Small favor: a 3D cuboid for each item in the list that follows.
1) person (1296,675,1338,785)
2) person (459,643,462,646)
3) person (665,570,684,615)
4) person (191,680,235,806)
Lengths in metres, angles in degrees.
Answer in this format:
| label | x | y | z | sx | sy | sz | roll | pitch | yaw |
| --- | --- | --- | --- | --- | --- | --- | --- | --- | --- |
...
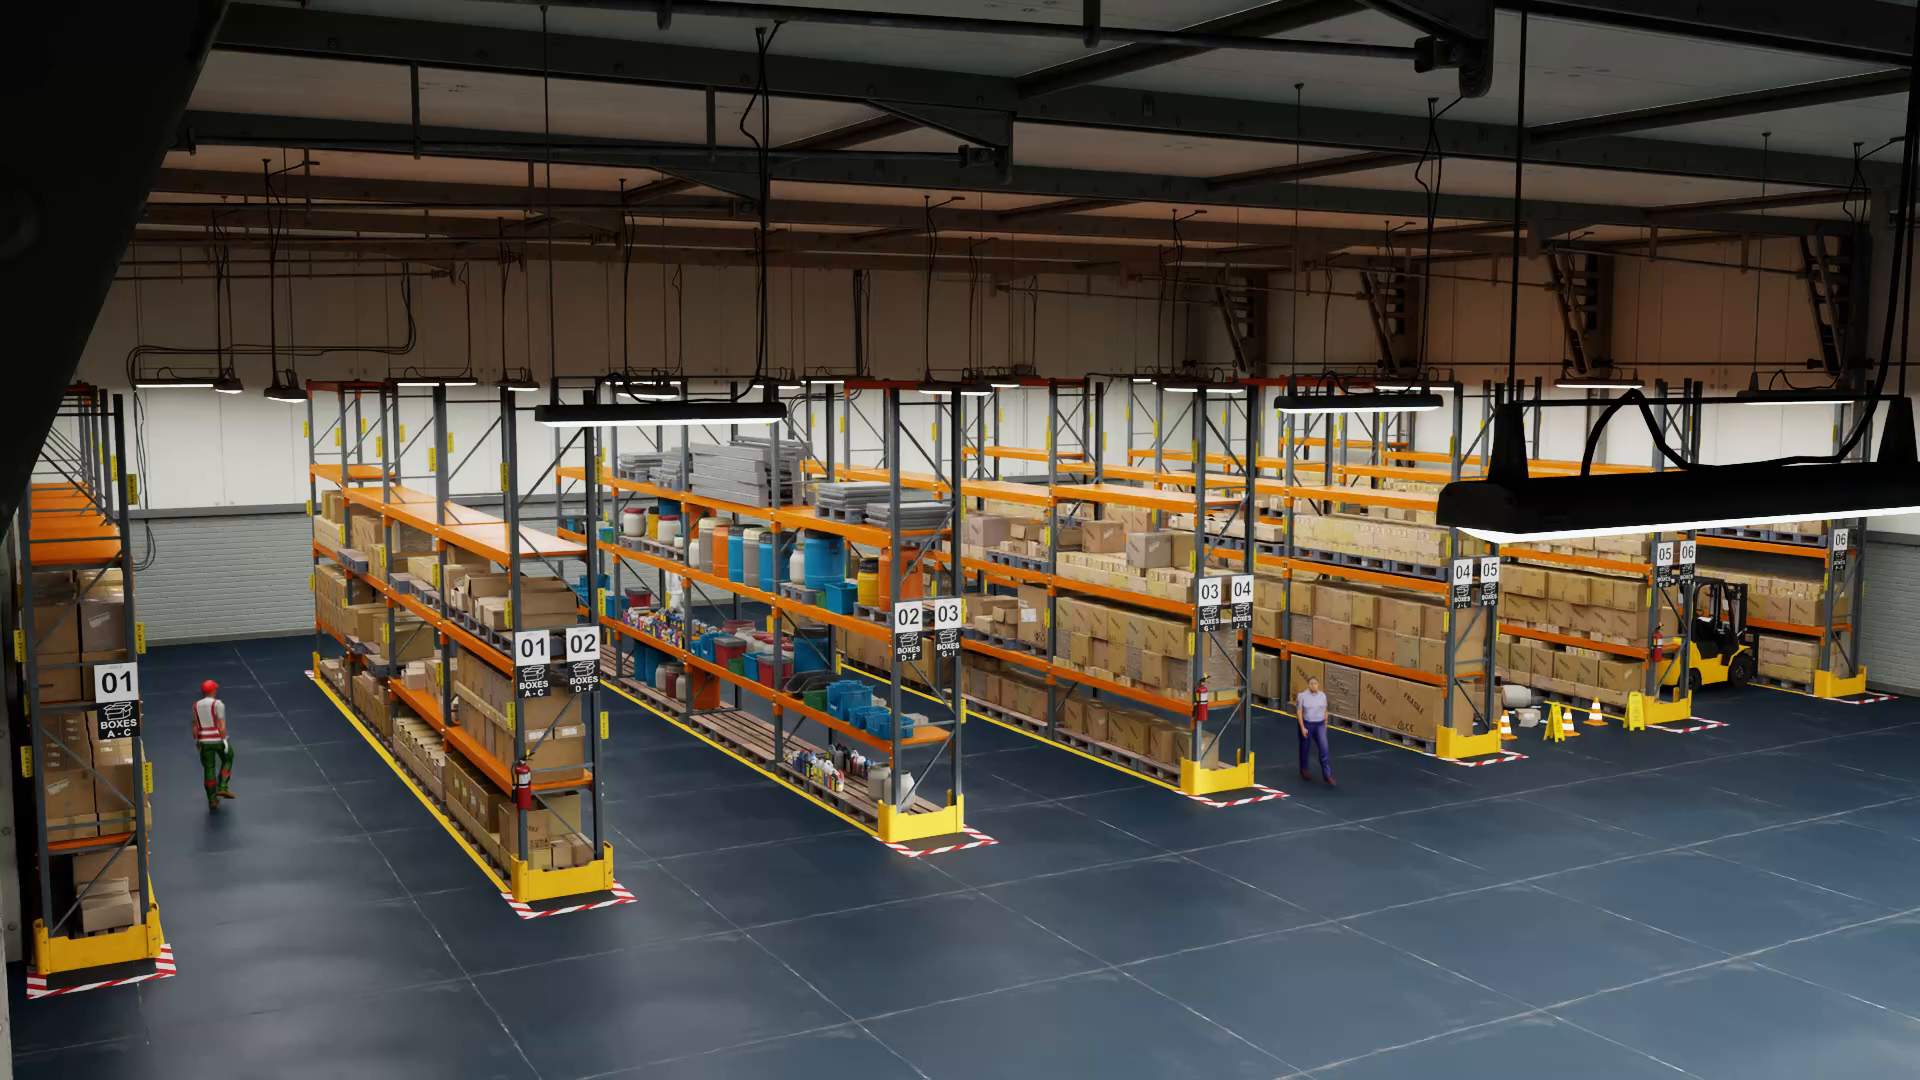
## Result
| label | x | y | z | sx | sy | sz | roll | pitch | yaw |
| --- | --- | --- | --- | --- | --- | --- | --- | --- | --- |
| person | 5.349 | 2.848 | 25.056 | 0.542 | 1.611 | 0.906 | 0 | 6 | -1 |
| person | -10.342 | 1.738 | 34.927 | 0.556 | 1.722 | 1.069 | -3 | 7 | -26 |
| person | -6.784 | 1.280 | 39.370 | 0.522 | 1.746 | 1.076 | 4 | 8 | 36 |
| person | -10.742 | 2.896 | 23.863 | 0.542 | 1.771 | 0.497 | -1 | 6 | -13 |
